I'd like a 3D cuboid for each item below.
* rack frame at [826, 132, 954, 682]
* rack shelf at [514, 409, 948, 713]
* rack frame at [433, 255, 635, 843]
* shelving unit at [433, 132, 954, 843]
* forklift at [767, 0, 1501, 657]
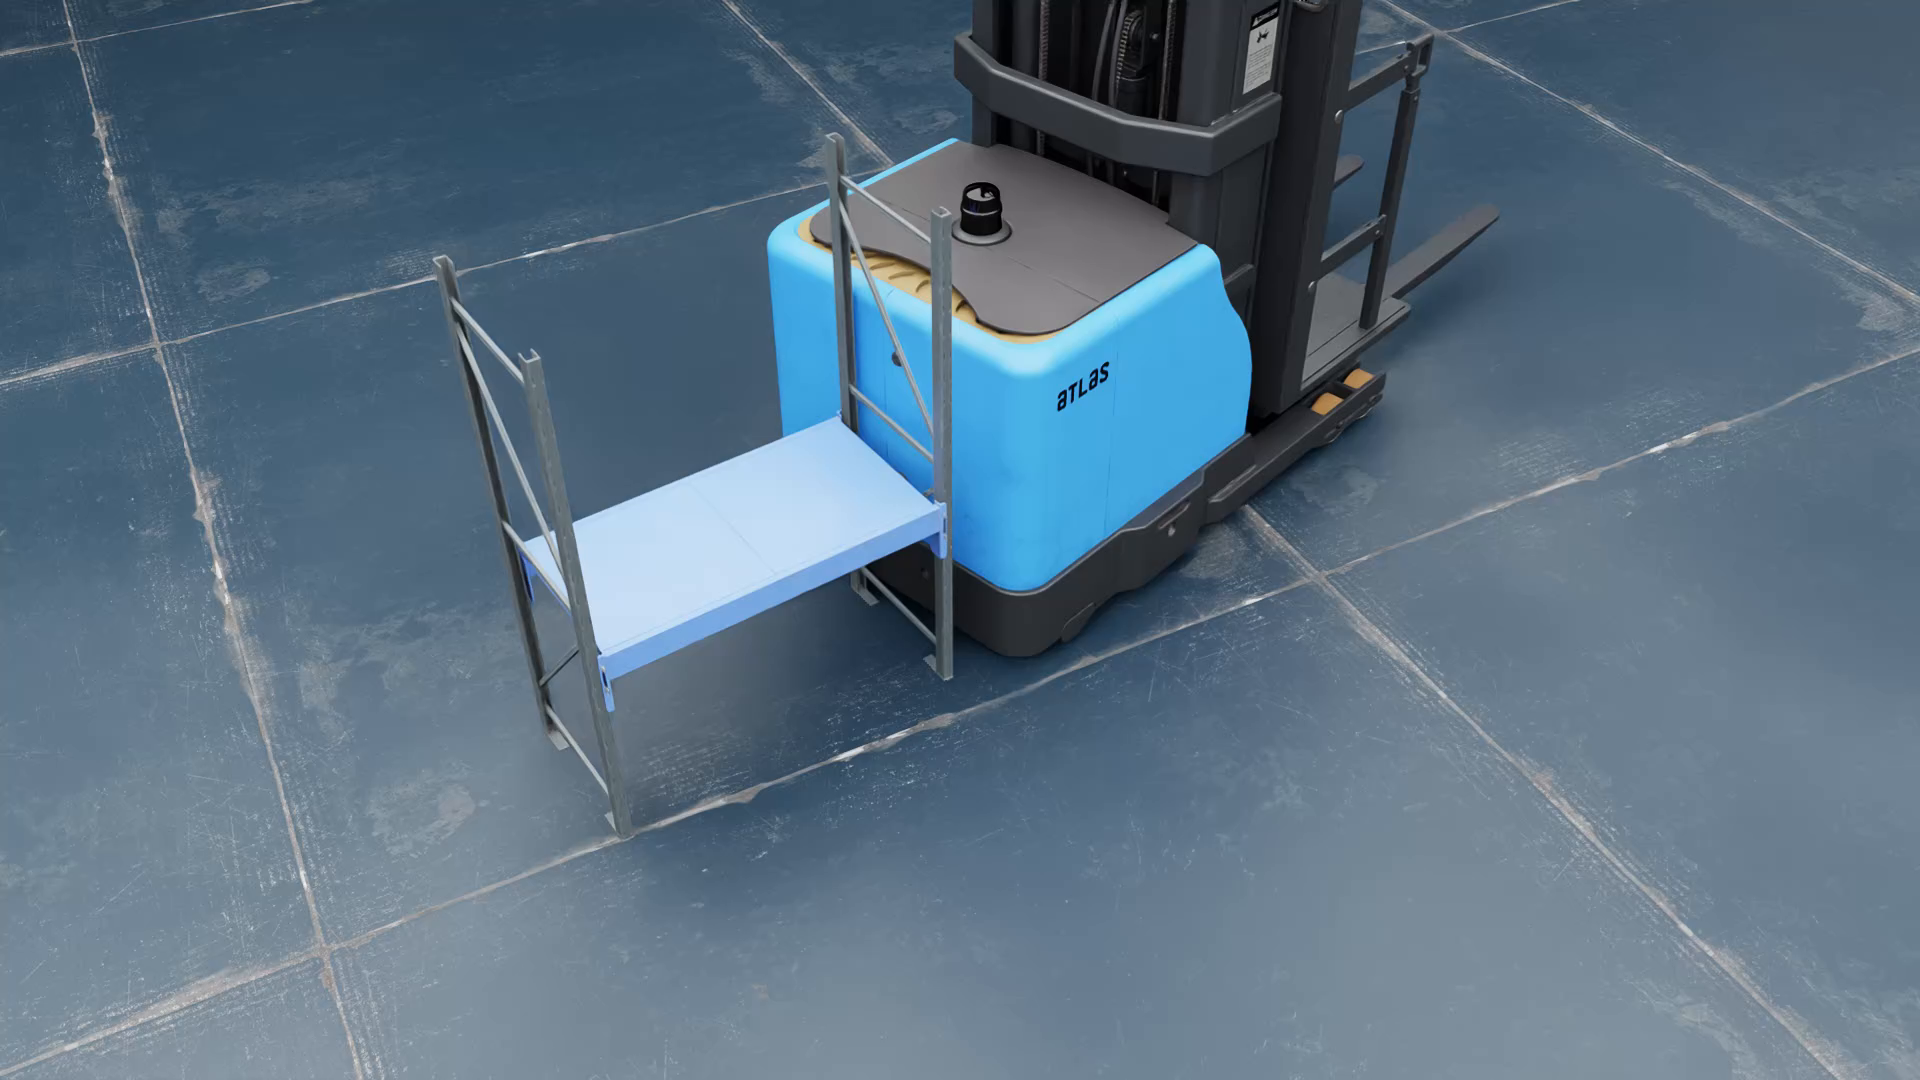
[{"bbox_3d":[-0.176,-0.302,4.445,0.032,1.500,0.500,-25,46,-26],"label":"rack frame"},{"bbox_3d":[-0.591,0.026,4.337,1.000,0.185,0.538,-25,46,-26],"label":"rack shelf"},{"bbox_3d":[-1.005,0.079,3.996,0.032,1.500,0.500,-25,46,-26],"label":"rack frame"},{"bbox_3d":[-0.591,-0.111,4.221,1.048,1.500,0.538,-25,46,-26],"label":"shelving unit"},{"bbox_3d":[0.814,-1.649,4.929,1.130,2.935,3.031,31,49,31],"label":"forklift"}]
